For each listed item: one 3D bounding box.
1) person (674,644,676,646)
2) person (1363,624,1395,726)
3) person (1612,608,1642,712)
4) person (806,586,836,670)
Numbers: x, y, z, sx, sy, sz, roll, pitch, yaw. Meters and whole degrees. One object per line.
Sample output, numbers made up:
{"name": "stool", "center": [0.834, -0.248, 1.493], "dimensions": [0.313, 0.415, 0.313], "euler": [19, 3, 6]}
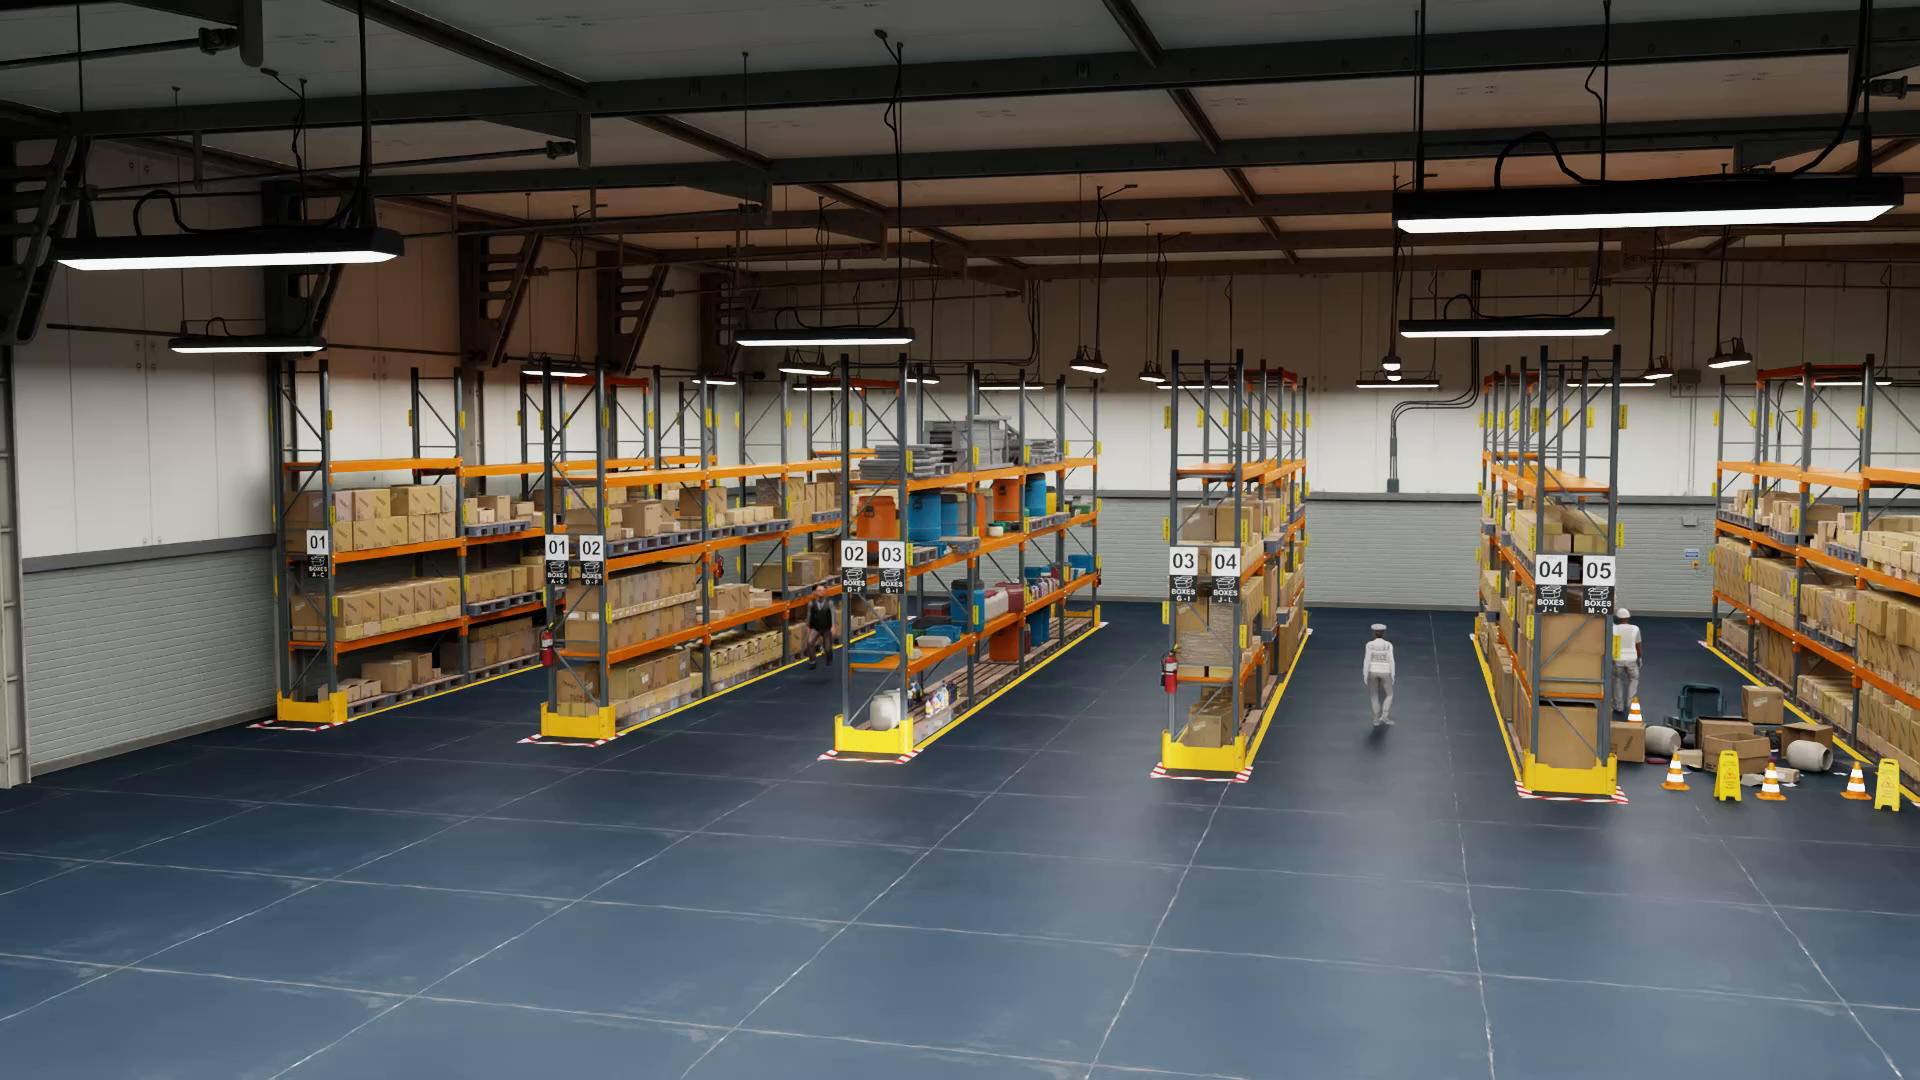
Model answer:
{"name": "person", "center": [-6.245, 1.556, 36.884], "dimensions": [0.418, 1.562, 0.768], "euler": [1, 4, 12]}
{"name": "person", "center": [6.856, 2.217, 27.203], "dimensions": [0.512, 1.674, 0.516], "euler": [1, 4, 17]}
{"name": "person", "center": [11.403, 2.066, 28.556], "dimensions": [0.583, 1.784, 0.553], "euler": [1, 4, 15]}
{"name": "person", "center": [-2.662, 1.664, 31.675], "dimensions": [0.615, 1.588, 1.083], "euler": [0, 4, 5]}
